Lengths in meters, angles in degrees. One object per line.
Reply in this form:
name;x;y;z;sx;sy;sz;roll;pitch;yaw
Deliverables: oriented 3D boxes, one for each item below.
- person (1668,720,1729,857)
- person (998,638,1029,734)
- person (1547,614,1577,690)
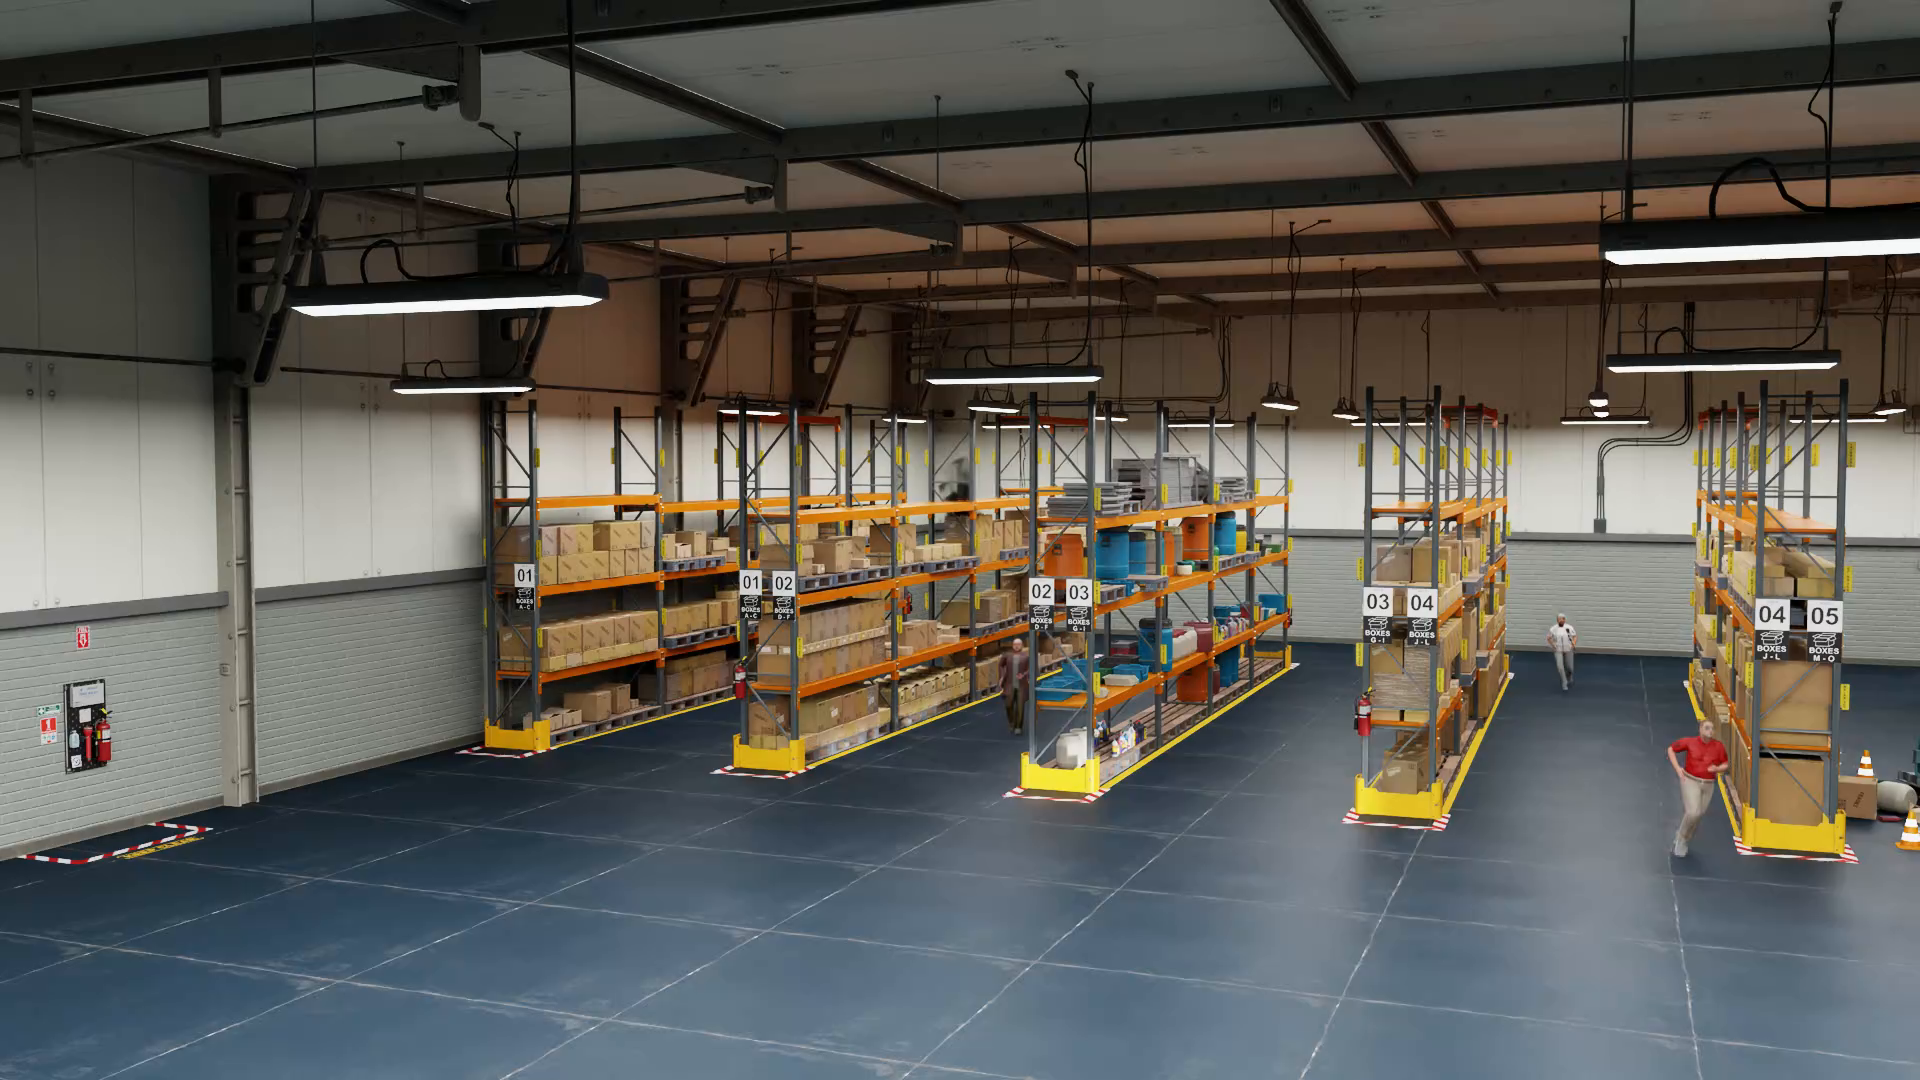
person;9.338;3.136;21.021;0.680;1.745;0.639;0;3;-5
person;1.002;2.743;29.917;0.691;1.544;0.648;0;3;7
person;13.116;2.417;36.248;0.627;1.635;0.597;1;3;18
